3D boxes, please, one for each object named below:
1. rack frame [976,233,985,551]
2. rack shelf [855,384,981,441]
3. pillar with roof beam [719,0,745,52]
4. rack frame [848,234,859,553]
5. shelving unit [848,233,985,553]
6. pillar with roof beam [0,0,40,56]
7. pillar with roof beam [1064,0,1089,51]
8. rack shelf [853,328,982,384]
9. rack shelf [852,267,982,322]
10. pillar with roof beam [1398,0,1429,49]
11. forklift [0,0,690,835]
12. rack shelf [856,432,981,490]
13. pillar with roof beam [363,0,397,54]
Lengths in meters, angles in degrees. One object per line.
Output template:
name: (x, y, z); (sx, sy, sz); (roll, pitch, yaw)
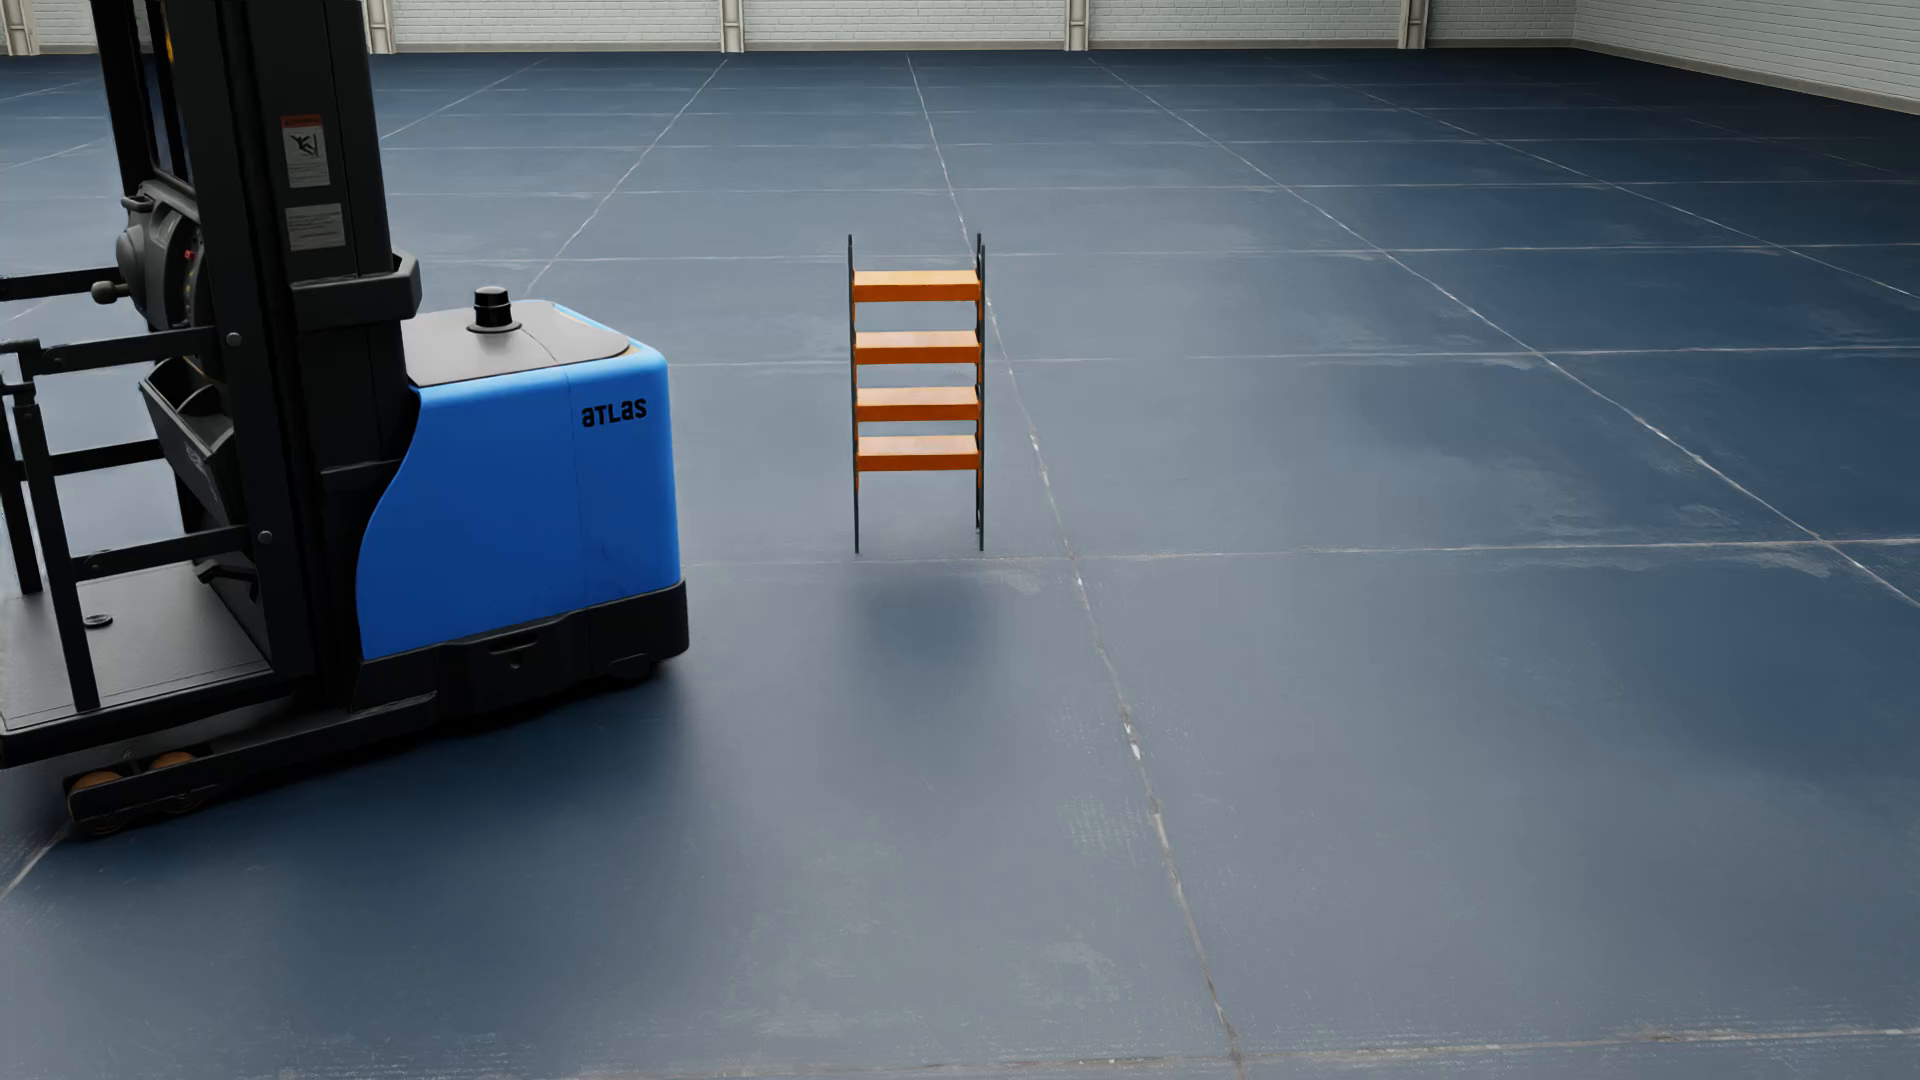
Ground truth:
rack frame: (0.078, -0.562, 6.412); (0.015, 1.200, 0.240); (-1, 21, -3)
rack shelf: (-0.165, -0.495, 6.423); (0.480, 0.148, 0.258); (-1, 21, -3)
pillar with roof beam: (-3.704, -11.186, 23.356); (0.400, 9.000, 9.100); (-1, 21, -3)
rack frame: (-0.409, -0.552, 6.386); (0.015, 1.200, 0.240); (-1, 21, -3)
shelving unit: (-0.165, -0.557, 6.399); (0.503, 1.200, 0.258); (-1, 21, -3)
pillar with roof beam: (-15.685, -10.943, 22.716); (0.400, 9.000, 9.100); (-1, 21, -3)
pillar with roof beam: (2.286, -11.308, 23.676); (0.400, 9.000, 9.100); (-1, 21, -3)
rack shelf: (-0.165, -0.704, 6.343); (0.480, 0.148, 0.258); (-1, 21, -3)
rack shelf: (-0.165, -0.925, 6.259); (0.480, 0.148, 0.258); (-1, 21, -3)
pillar with roof beam: (8.276, -11.430, 23.996); (0.400, 9.000, 9.100); (-1, 21, -3)
forklift: (-2.393, -0.783, 4.559); (3.031, 2.935, 1.130); (-14, 25, -33)
rack shelf: (-0.165, -0.309, 6.493); (0.480, 0.148, 0.258); (-1, 21, -3)
pillar with roof beam: (-9.694, -11.065, 23.036); (0.400, 9.000, 9.100); (-1, 21, -3)
